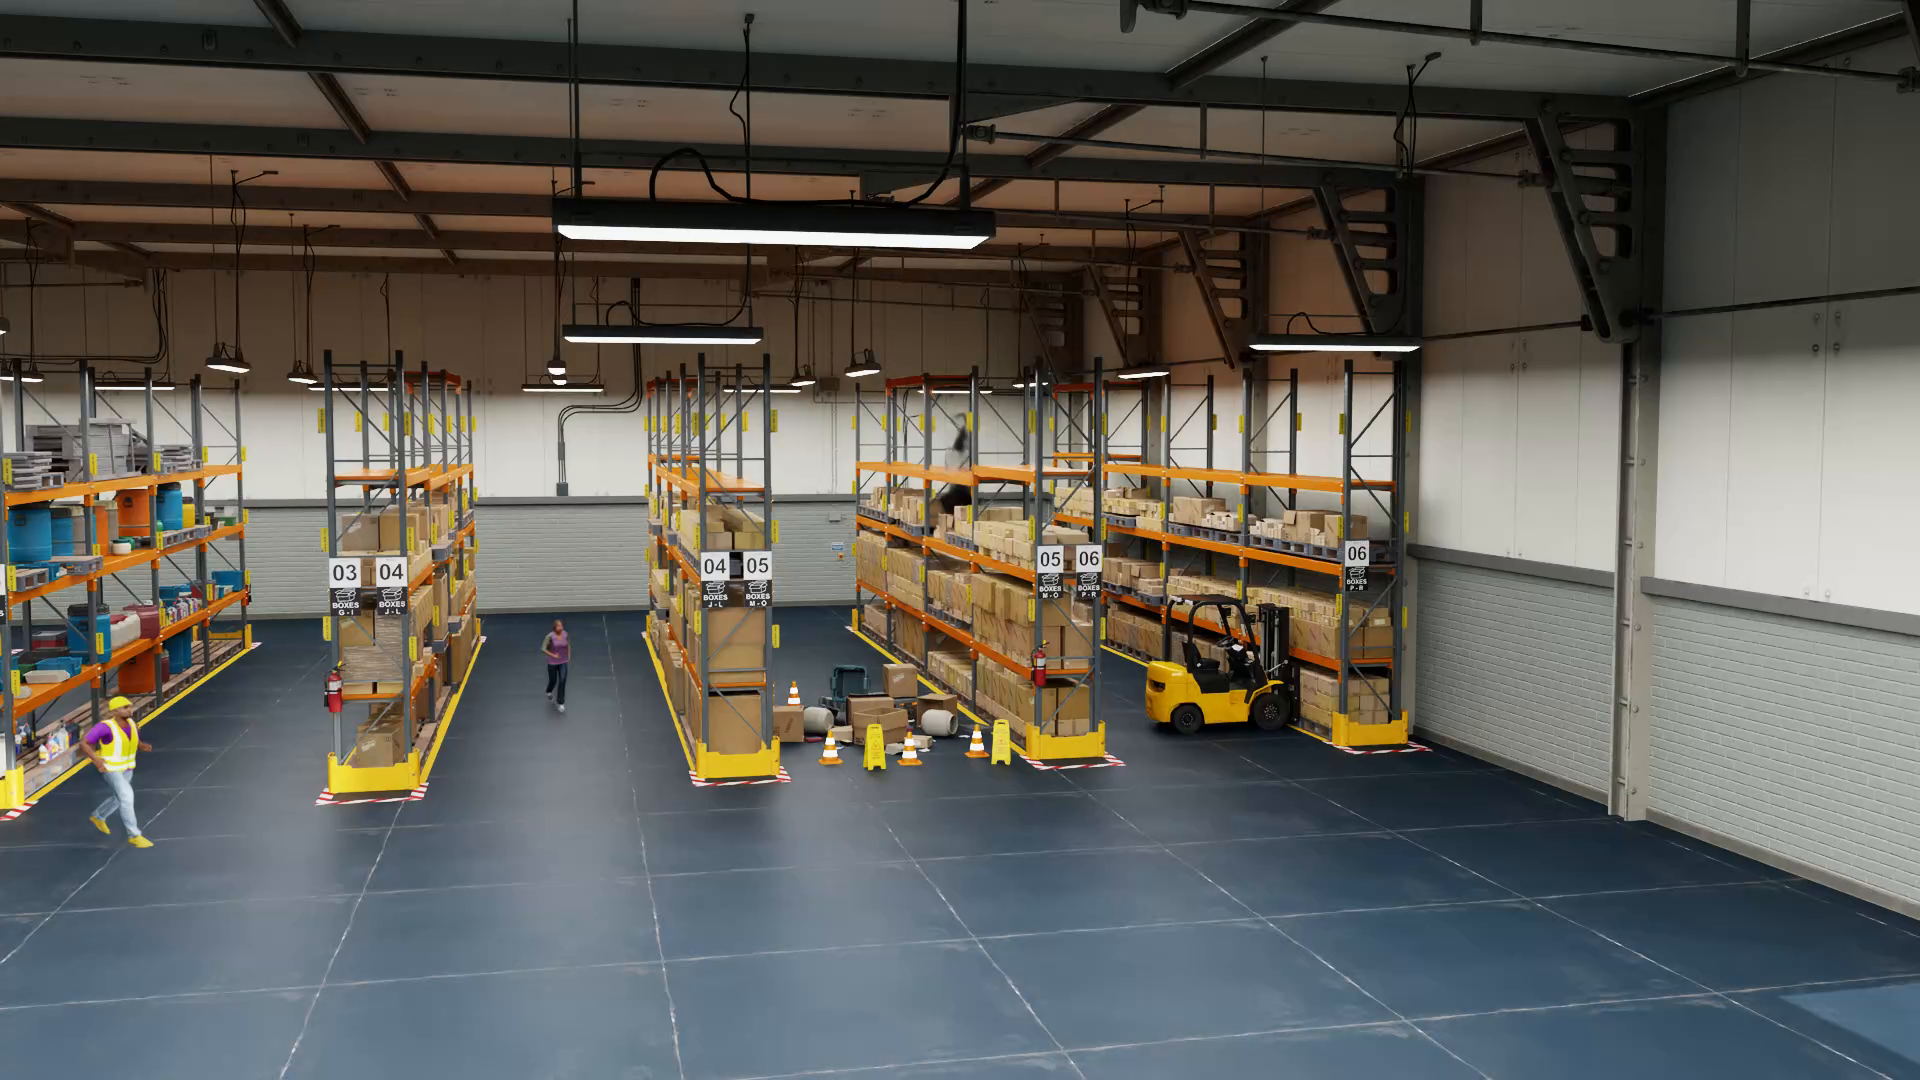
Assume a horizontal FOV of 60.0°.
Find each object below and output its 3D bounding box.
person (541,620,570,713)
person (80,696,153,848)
[{"bbox_3d":[-7.081,2.179,29.189,0.563,1.593,0.921,-2,5,-32],"label":"person"},{"bbox_3d":[-10.038,2.741,19.764,0.982,1.778,0.709,1,4,14],"label":"person"}]
